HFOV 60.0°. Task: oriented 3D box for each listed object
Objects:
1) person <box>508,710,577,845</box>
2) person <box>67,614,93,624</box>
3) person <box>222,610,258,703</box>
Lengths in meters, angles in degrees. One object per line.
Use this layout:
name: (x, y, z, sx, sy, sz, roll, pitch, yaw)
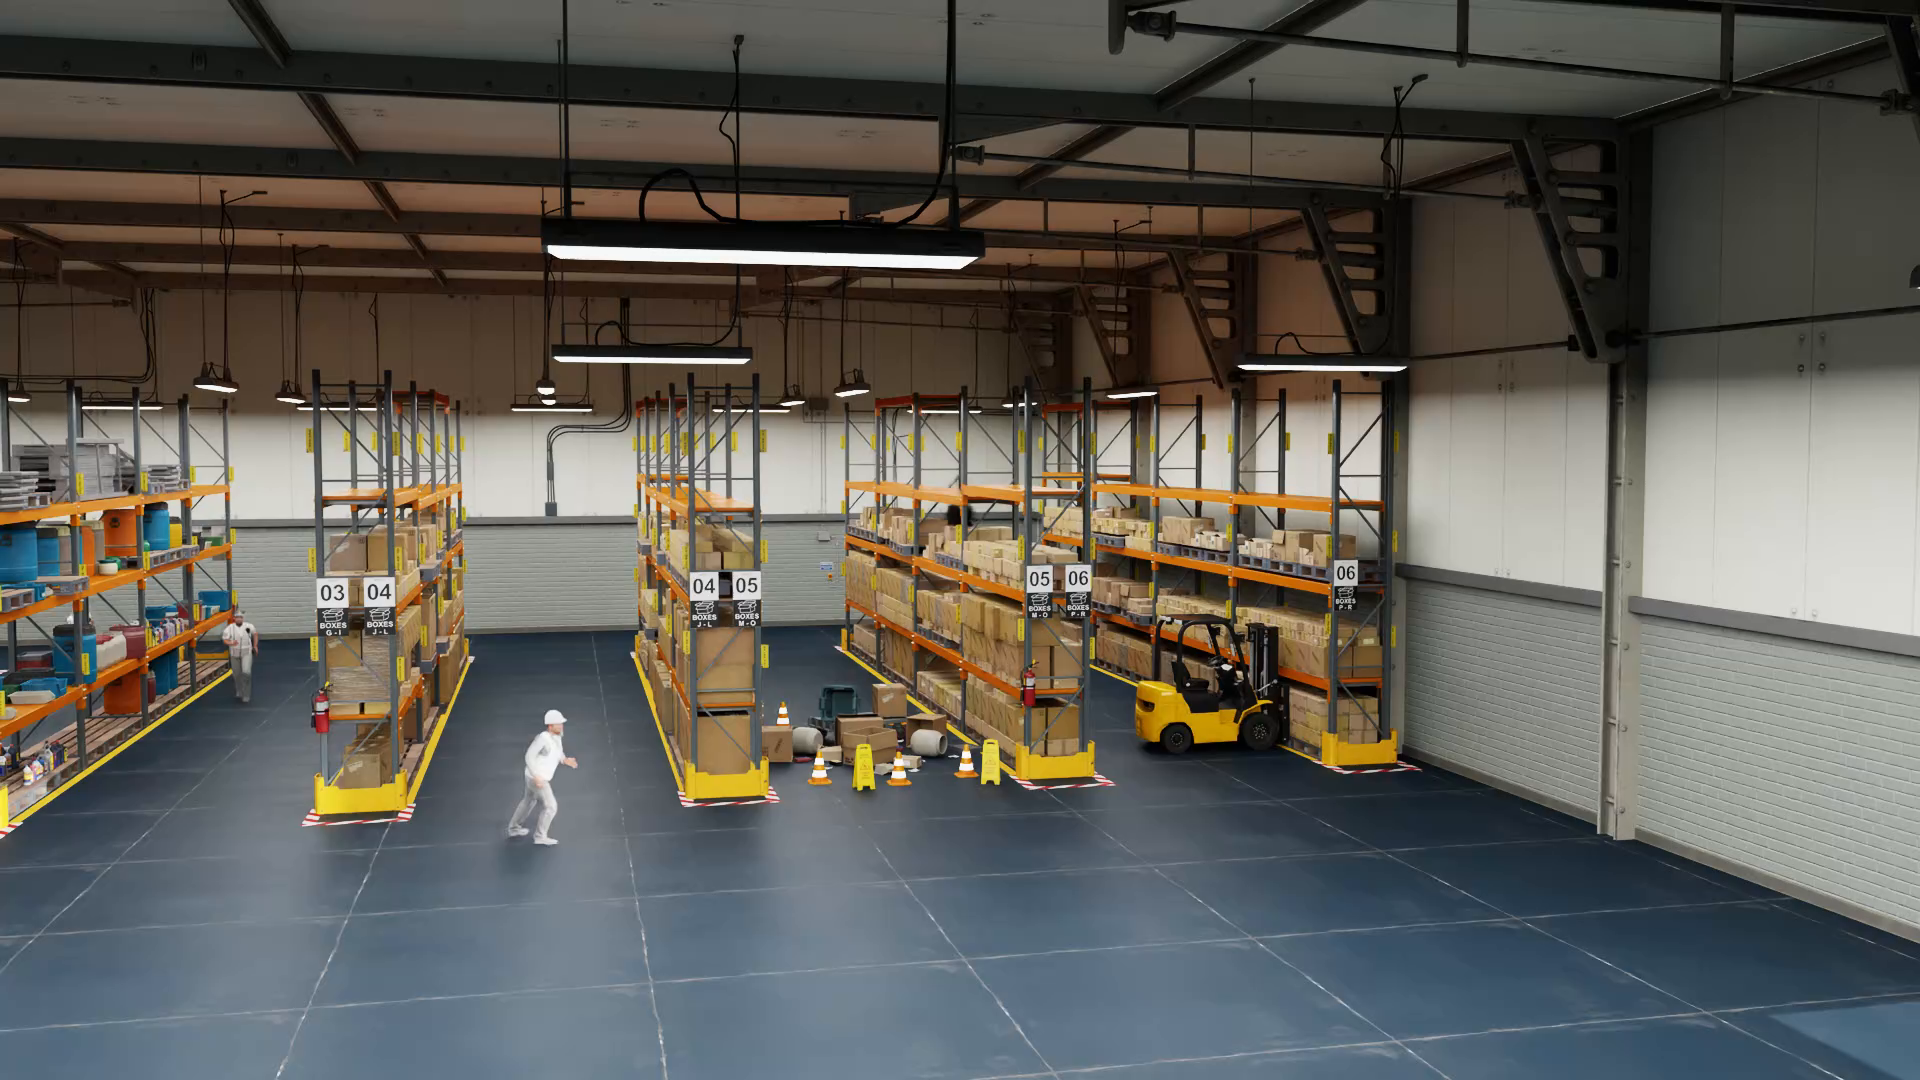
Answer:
person: (-5.256, 2.963, 20.865, 0.896, 1.700, 0.712, 0, 3, -4)
person: (-18.872, 2.139, 35.681, 0.549, 1.625, 0.843, -2, 4, -33)
person: (-13.995, 2.263, 32.337, 0.613, 1.838, 0.855, -1, 3, -18)
